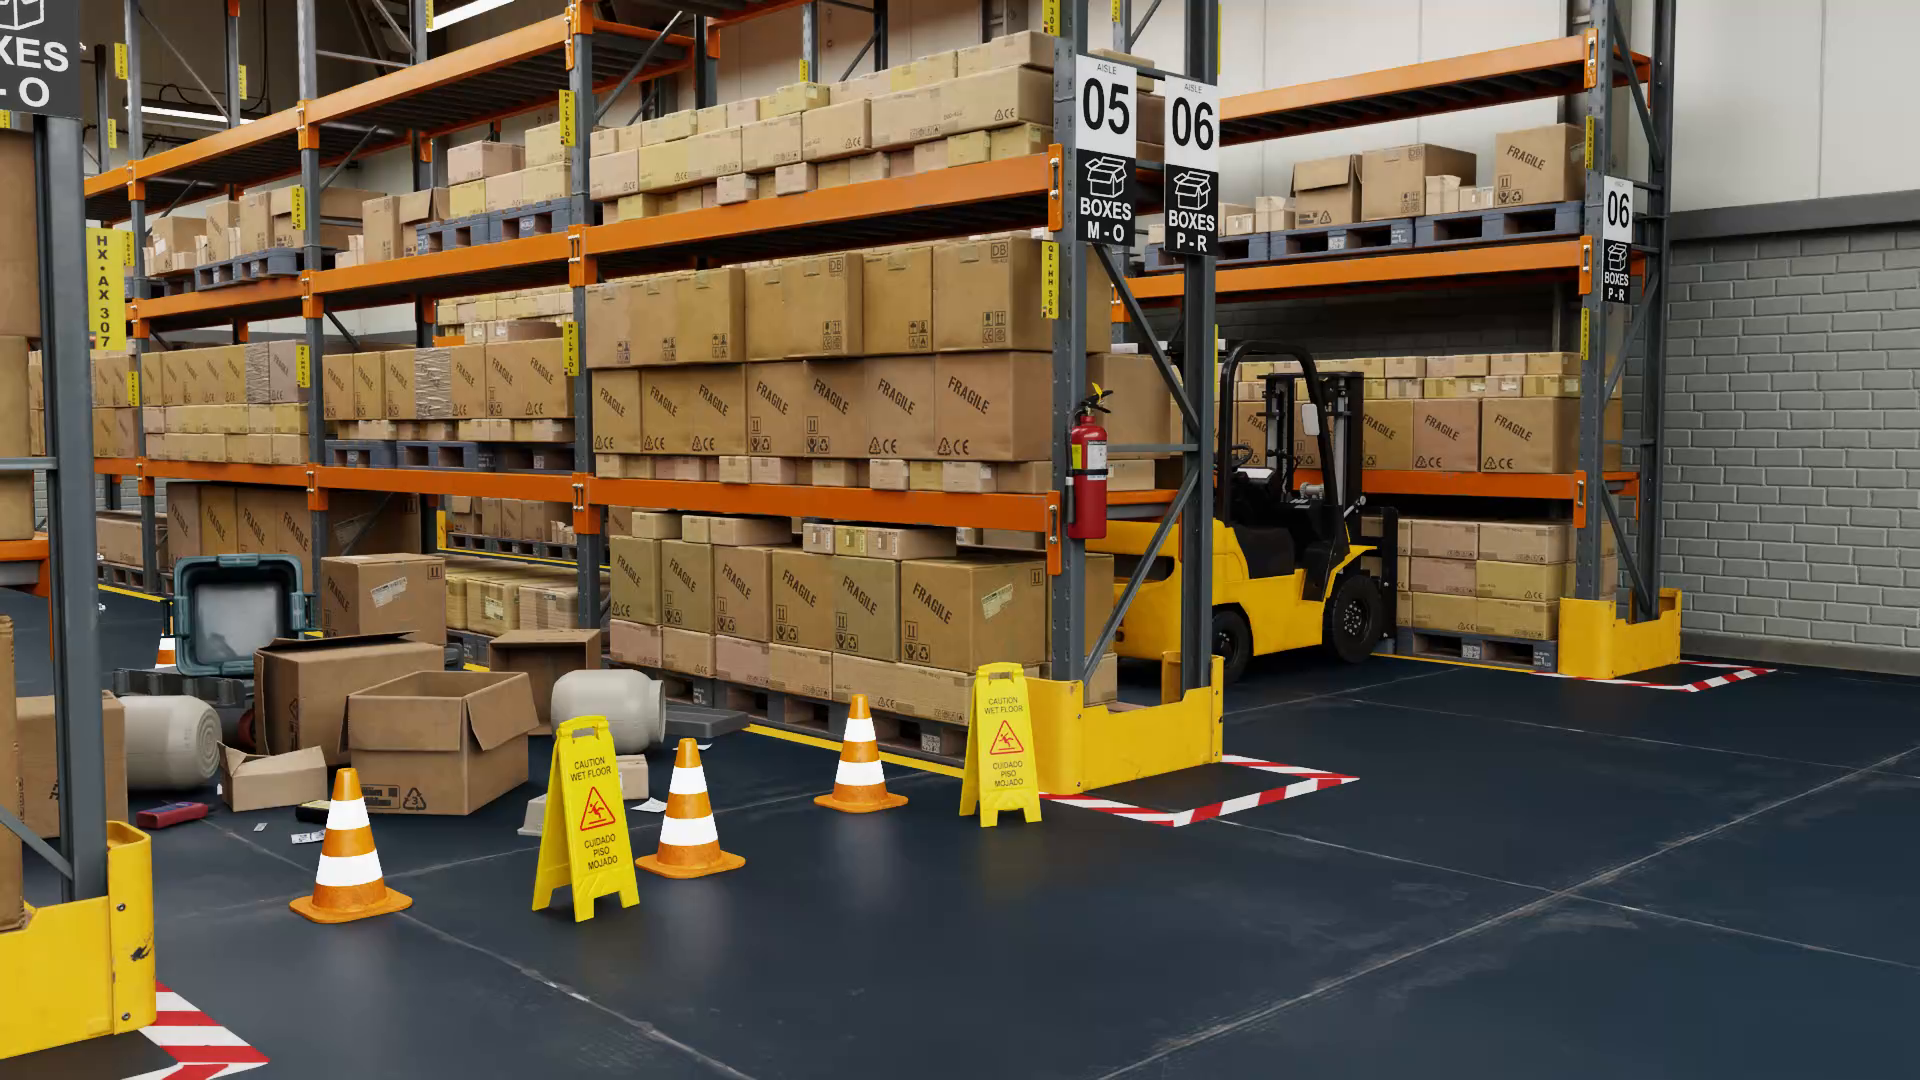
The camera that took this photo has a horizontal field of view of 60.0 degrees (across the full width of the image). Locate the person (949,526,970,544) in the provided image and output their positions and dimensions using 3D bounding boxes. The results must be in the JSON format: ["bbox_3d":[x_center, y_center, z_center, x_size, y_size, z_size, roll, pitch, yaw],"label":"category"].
[{"bbox_3d":[-0.166,-0.008,11.325,0.481,1.697,0.657,1,4,16],"label":"person"}]
